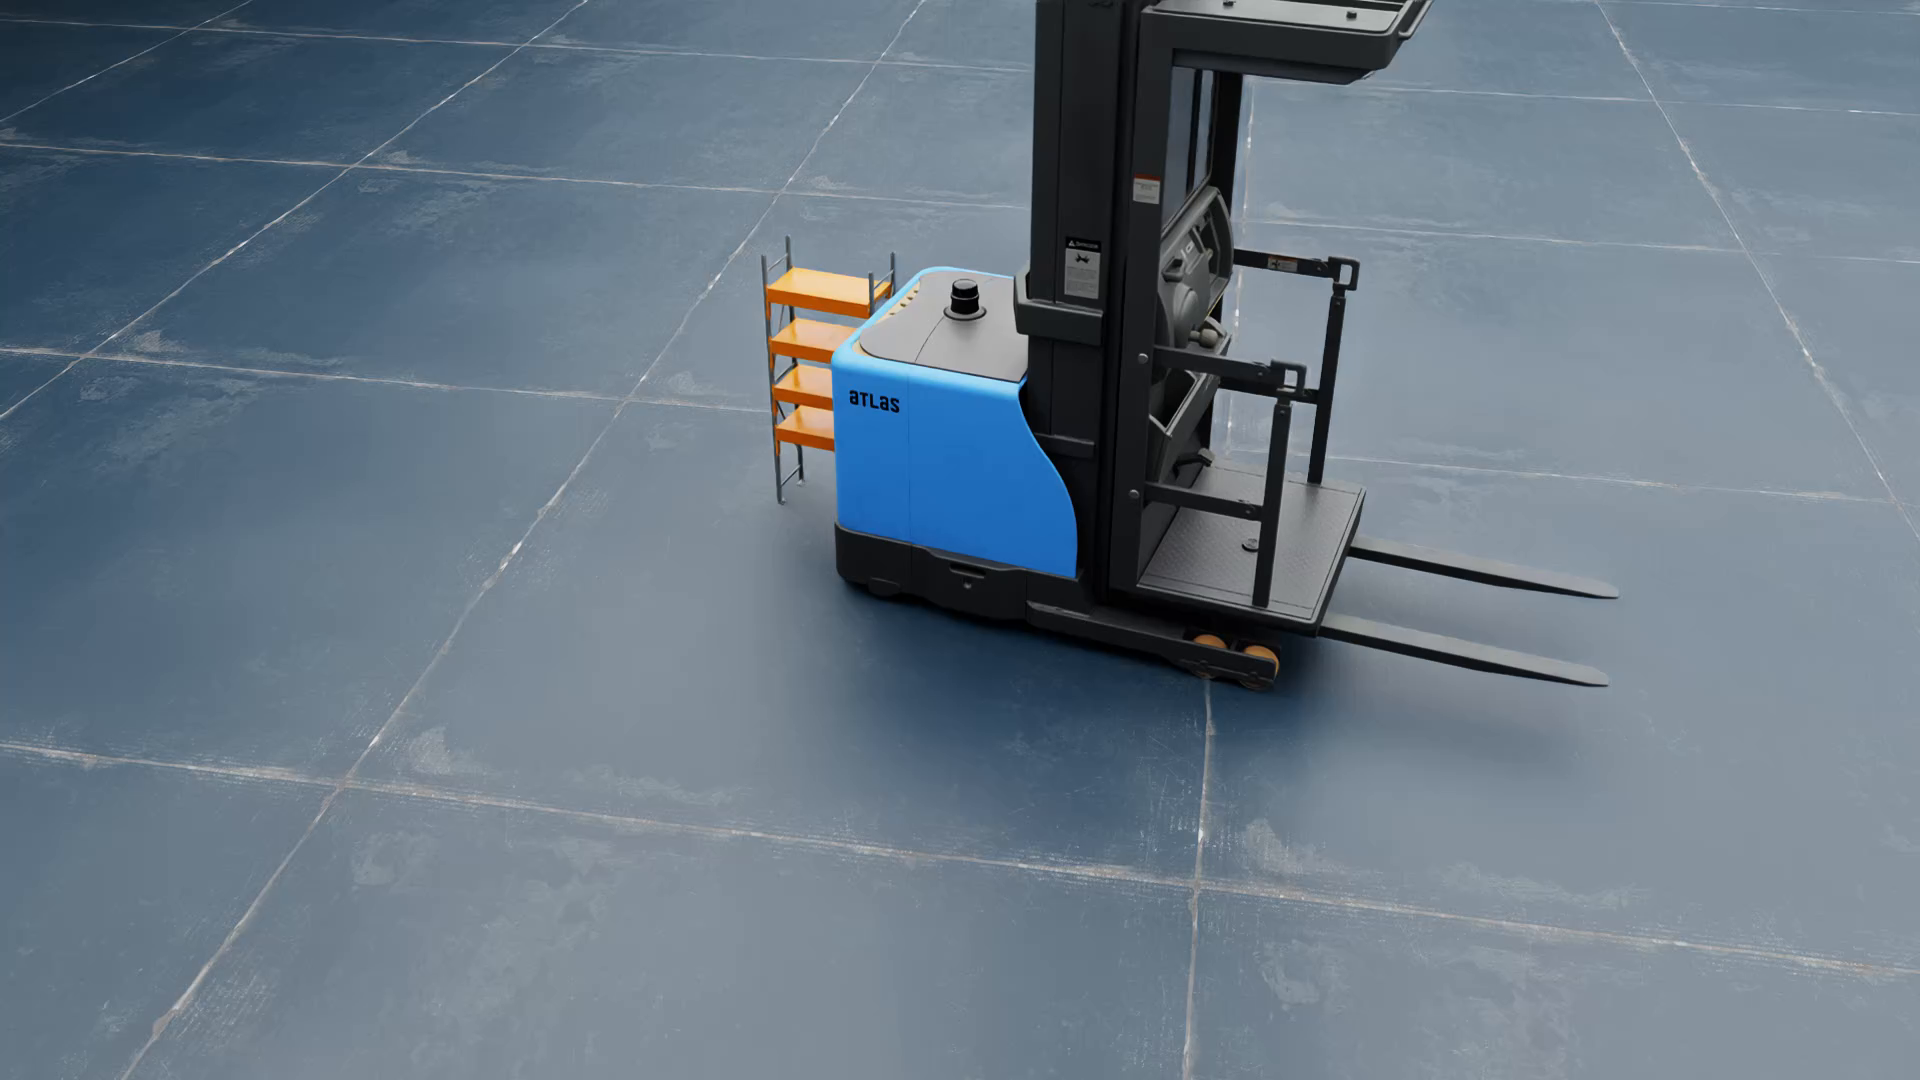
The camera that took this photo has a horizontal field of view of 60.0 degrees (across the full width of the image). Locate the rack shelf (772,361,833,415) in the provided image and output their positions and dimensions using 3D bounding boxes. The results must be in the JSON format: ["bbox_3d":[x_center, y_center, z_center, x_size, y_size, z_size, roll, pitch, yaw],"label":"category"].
[{"bbox_3d":[-0.545,-0.621,7.238,0.480,0.148,0.258,12,34,18],"label":"rack shelf"}]

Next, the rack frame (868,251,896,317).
[{"bbox_3d":[-0.319,-0.630,7.125,0.015,1.200,0.240,12,34,18],"label":"rack frame"}]

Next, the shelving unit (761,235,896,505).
[{"bbox_3d":[-0.545,-0.678,7.202,0.503,1.200,0.258,12,34,18],"label":"shelving unit"}]

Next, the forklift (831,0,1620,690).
[{"bbox_3d":[1.055,-0.992,6.072,3.031,2.935,1.130,12,34,18],"label":"forklift"}]

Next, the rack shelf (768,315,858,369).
[{"bbox_3d":[-0.545,-0.811,7.119,0.480,0.148,0.258,12,34,18],"label":"rack shelf"}]

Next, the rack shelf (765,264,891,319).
[{"bbox_3d":[-0.545,-1.011,6.994,0.480,0.148,0.258,12,34,18],"label":"rack shelf"}]

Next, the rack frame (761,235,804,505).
[{"bbox_3d":[-0.772,-0.726,7.279,0.015,1.200,0.240,12,34,18],"label":"rack frame"}]

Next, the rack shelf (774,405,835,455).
[{"bbox_3d":[-0.545,-0.453,7.343,0.480,0.148,0.258,12,34,18],"label":"rack shelf"}]
